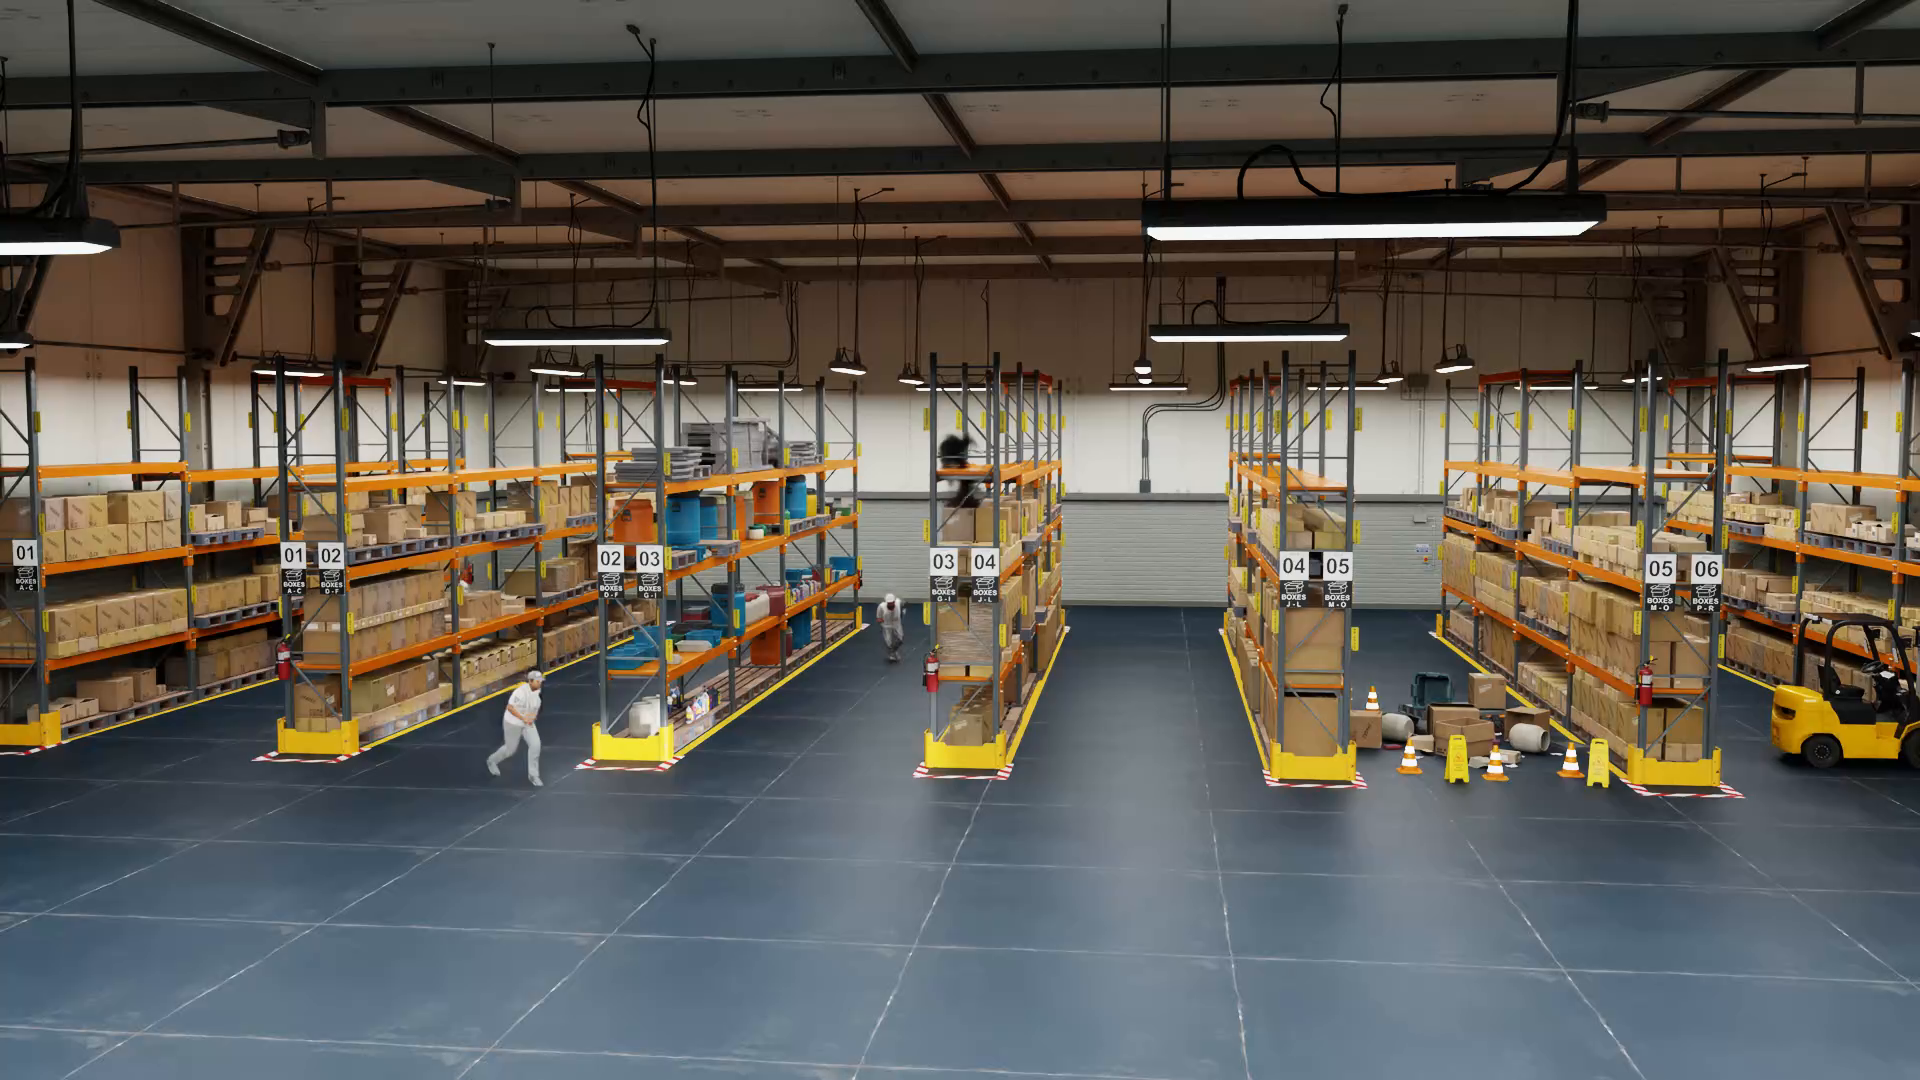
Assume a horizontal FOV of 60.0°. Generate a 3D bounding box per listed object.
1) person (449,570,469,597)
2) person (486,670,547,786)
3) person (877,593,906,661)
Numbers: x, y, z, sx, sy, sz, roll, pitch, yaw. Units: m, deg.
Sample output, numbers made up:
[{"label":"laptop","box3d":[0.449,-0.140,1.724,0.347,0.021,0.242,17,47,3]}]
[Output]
[{"label":"person","box3d":[-11.386,1.499,37.785,0.521,1.703,0.783,0,4,3]},{"label":"person","box3d":[-6.160,2.600,23.132,1.026,1.628,0.639,2,4,23]},{"label":"person","box3d":[-1.407,1.809,34.526,0.695,1.474,0.977,-1,4,-11]}]
